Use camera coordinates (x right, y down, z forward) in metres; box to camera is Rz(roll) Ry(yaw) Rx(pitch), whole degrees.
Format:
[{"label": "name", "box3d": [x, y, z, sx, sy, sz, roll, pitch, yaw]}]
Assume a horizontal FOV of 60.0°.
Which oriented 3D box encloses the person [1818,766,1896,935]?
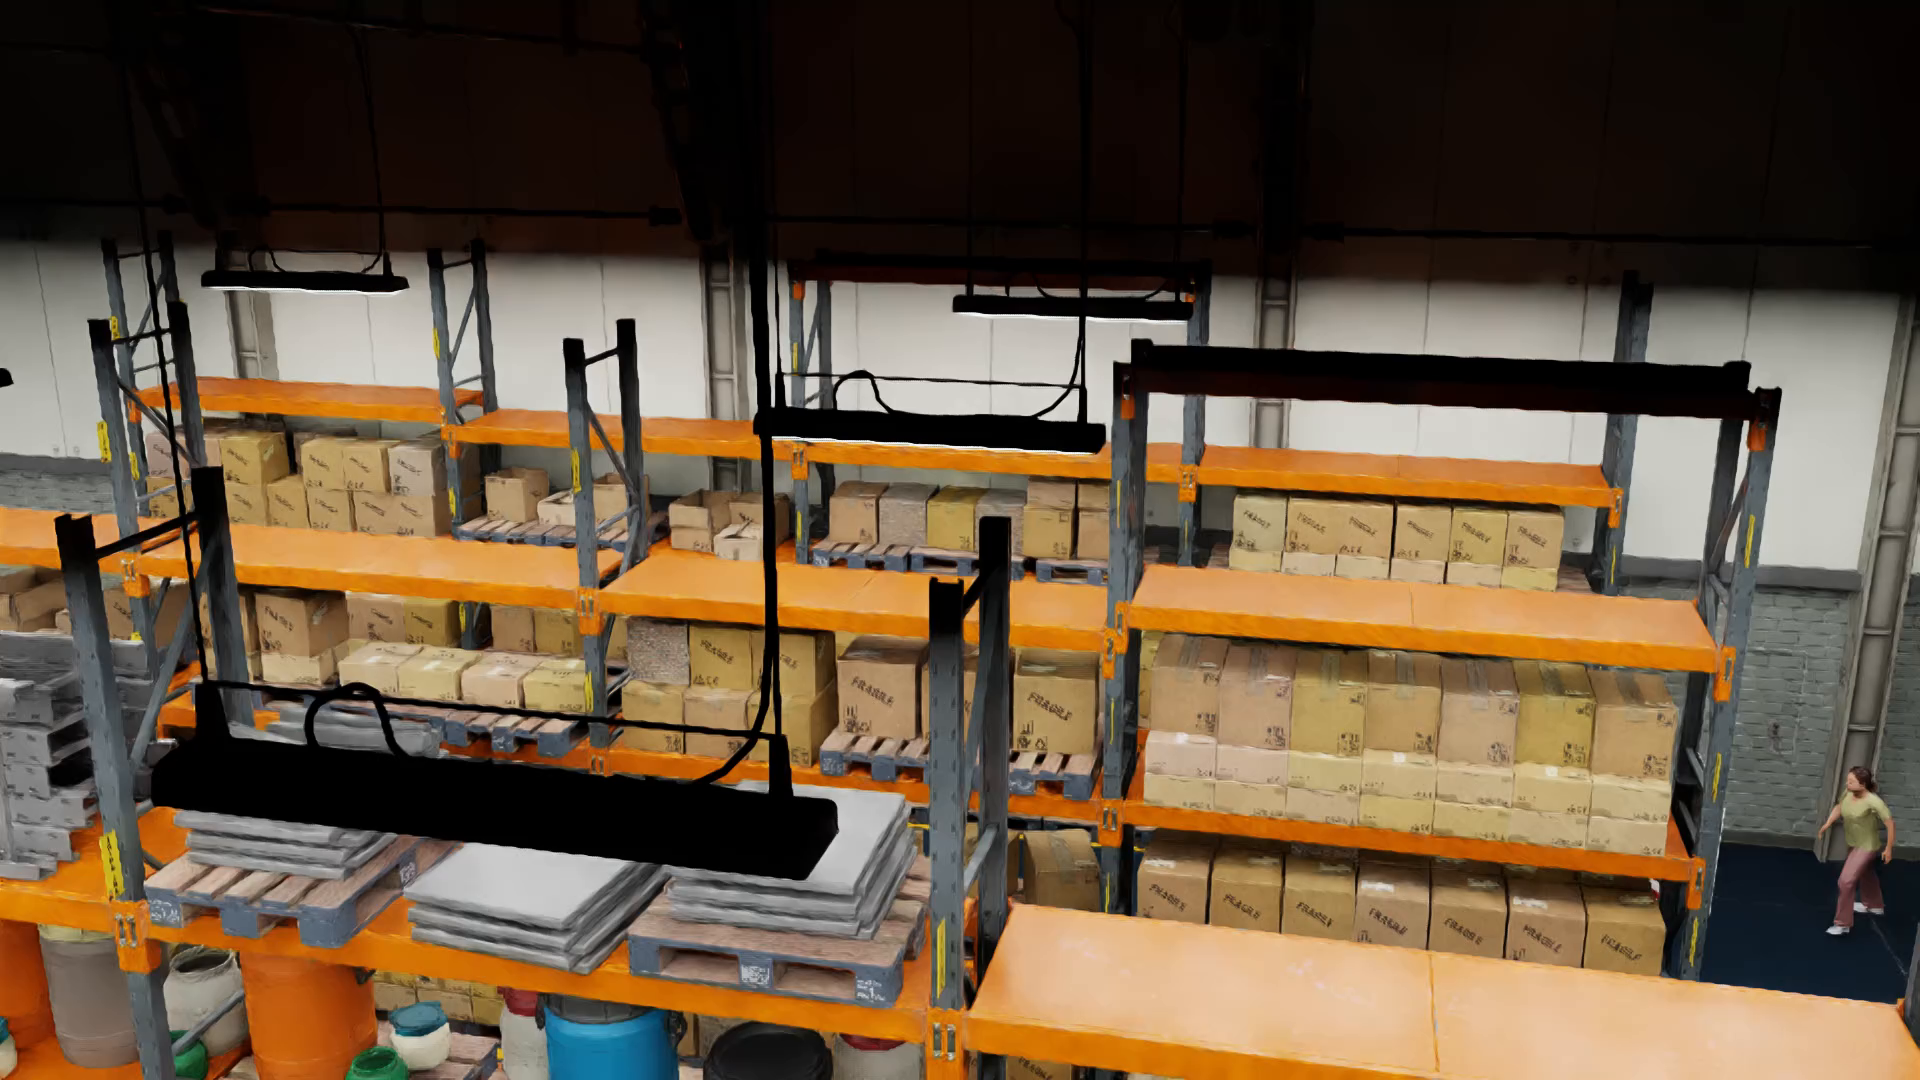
[{"label": "person", "box3d": [8.502, 2.875, 15.655, 0.808, 1.607, 0.625, -1, 16, -4]}]
